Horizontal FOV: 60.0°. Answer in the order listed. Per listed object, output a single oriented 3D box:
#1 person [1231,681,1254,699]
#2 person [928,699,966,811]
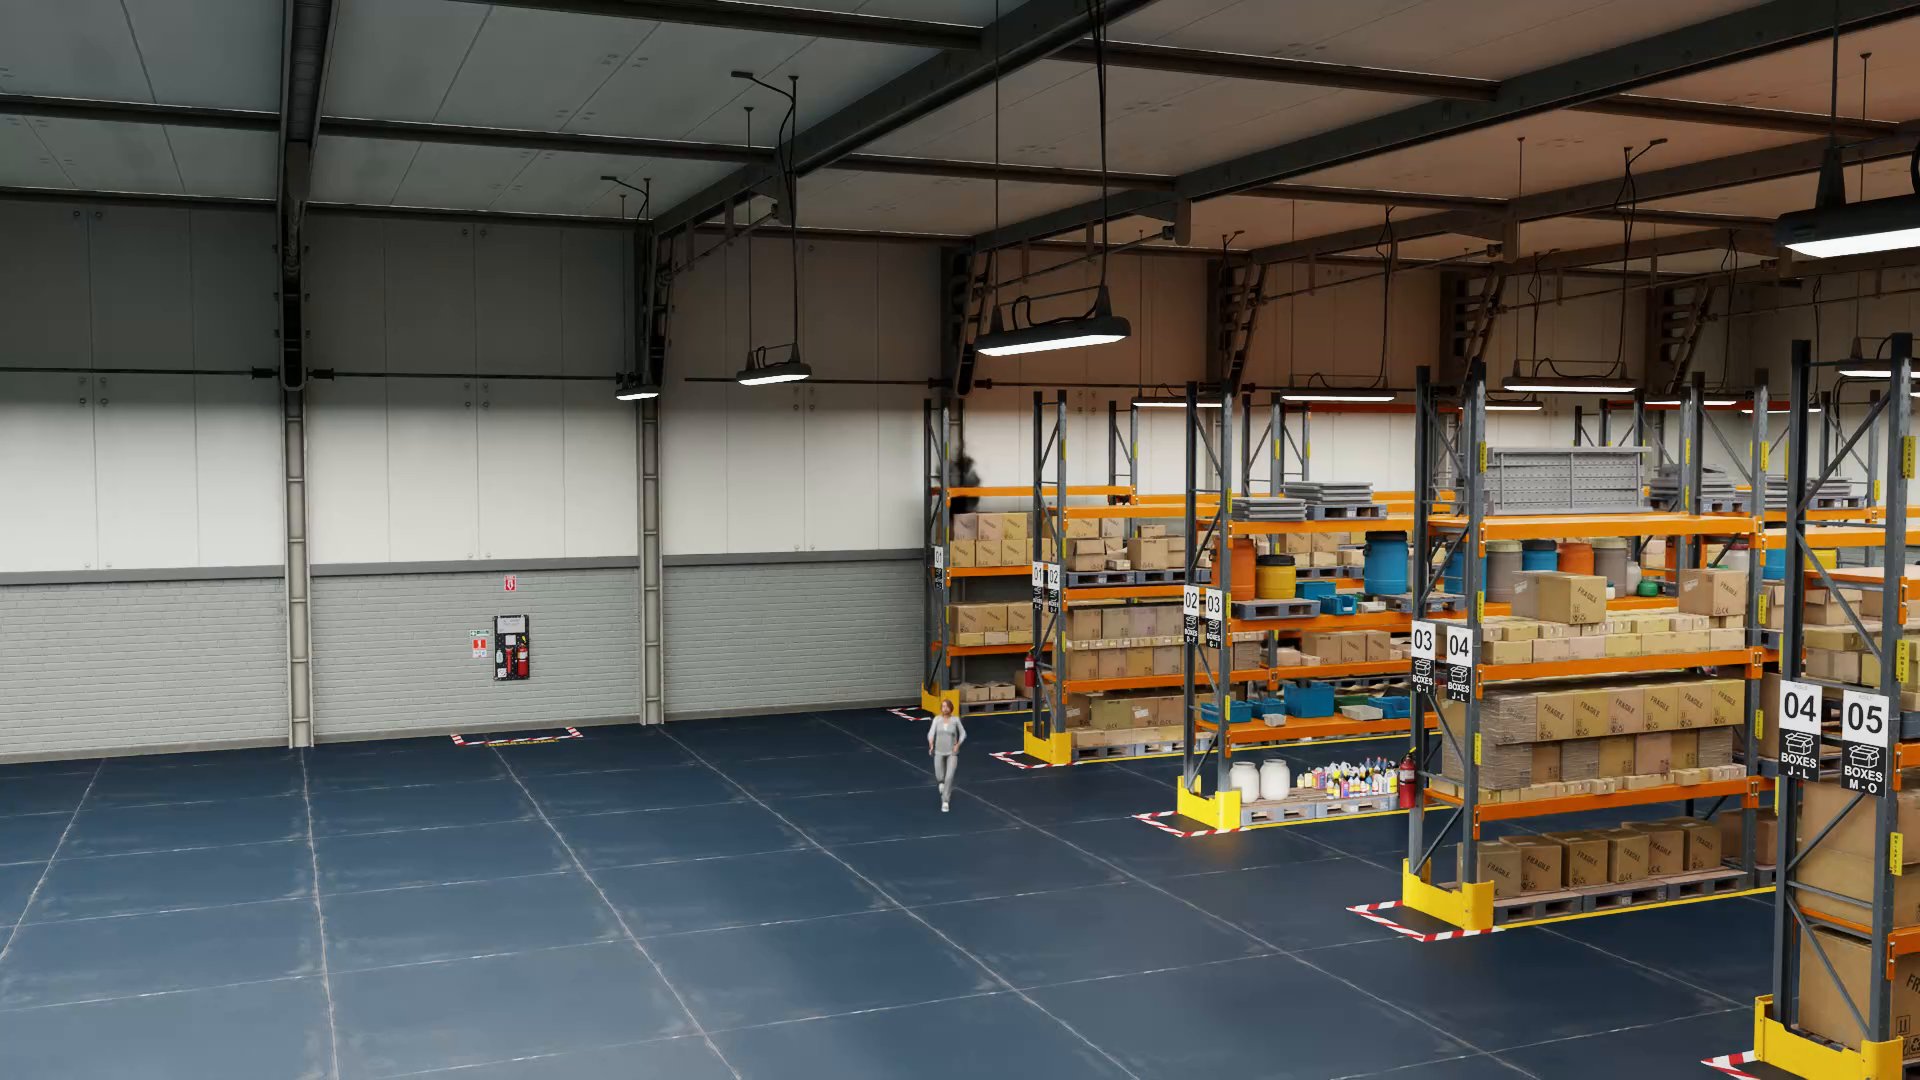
[{"bbox_3d":[5.127,2.500,30.191,0.608,1.743,0.642,-2,4,-32],"label":"person"},{"bbox_3d":[-0.183,3.017,23.505,0.547,1.557,0.552,0,3,5],"label":"person"}]
